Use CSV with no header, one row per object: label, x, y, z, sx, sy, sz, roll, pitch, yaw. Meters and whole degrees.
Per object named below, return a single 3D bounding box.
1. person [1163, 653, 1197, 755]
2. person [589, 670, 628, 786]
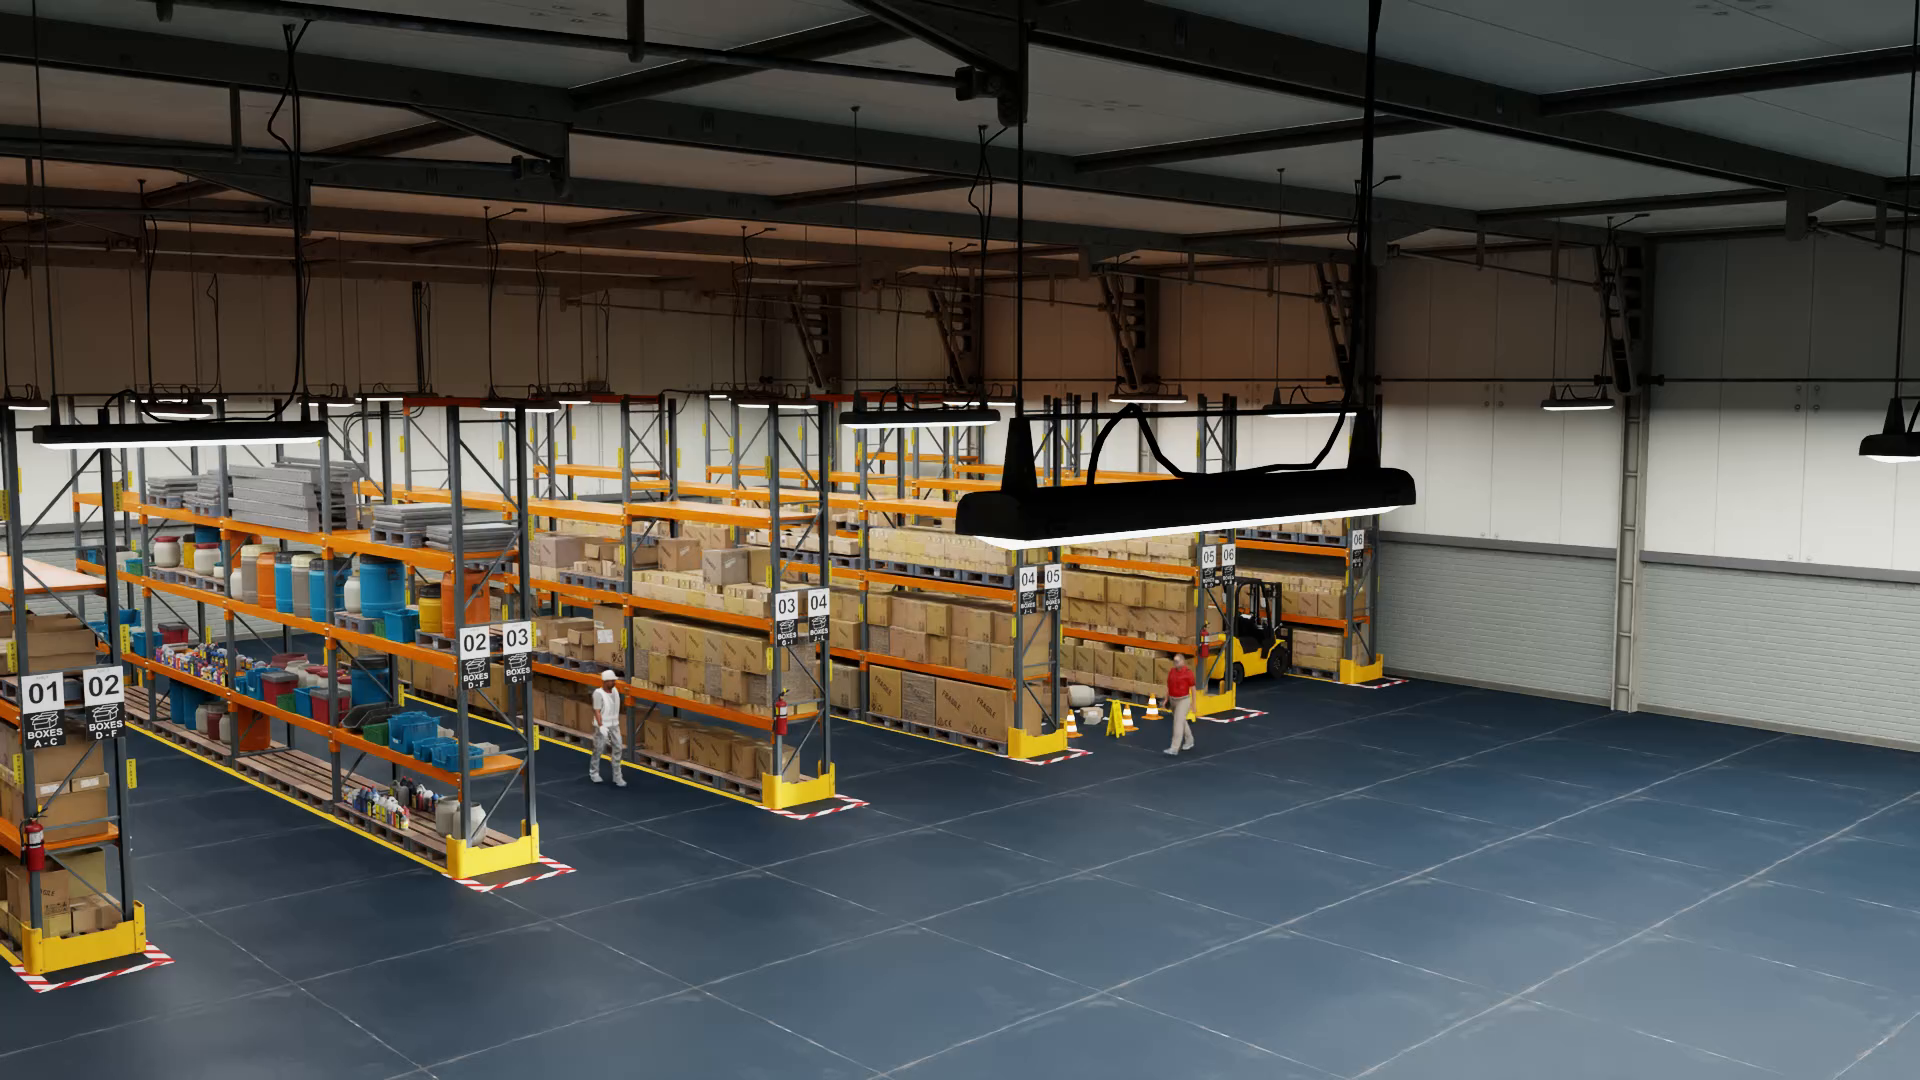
person,3.687,2.763,28.165,0.908,1.694,0.550,-3,7,-32
person,-5.502,2.938,26.012,0.675,1.805,0.577,4,7,36
